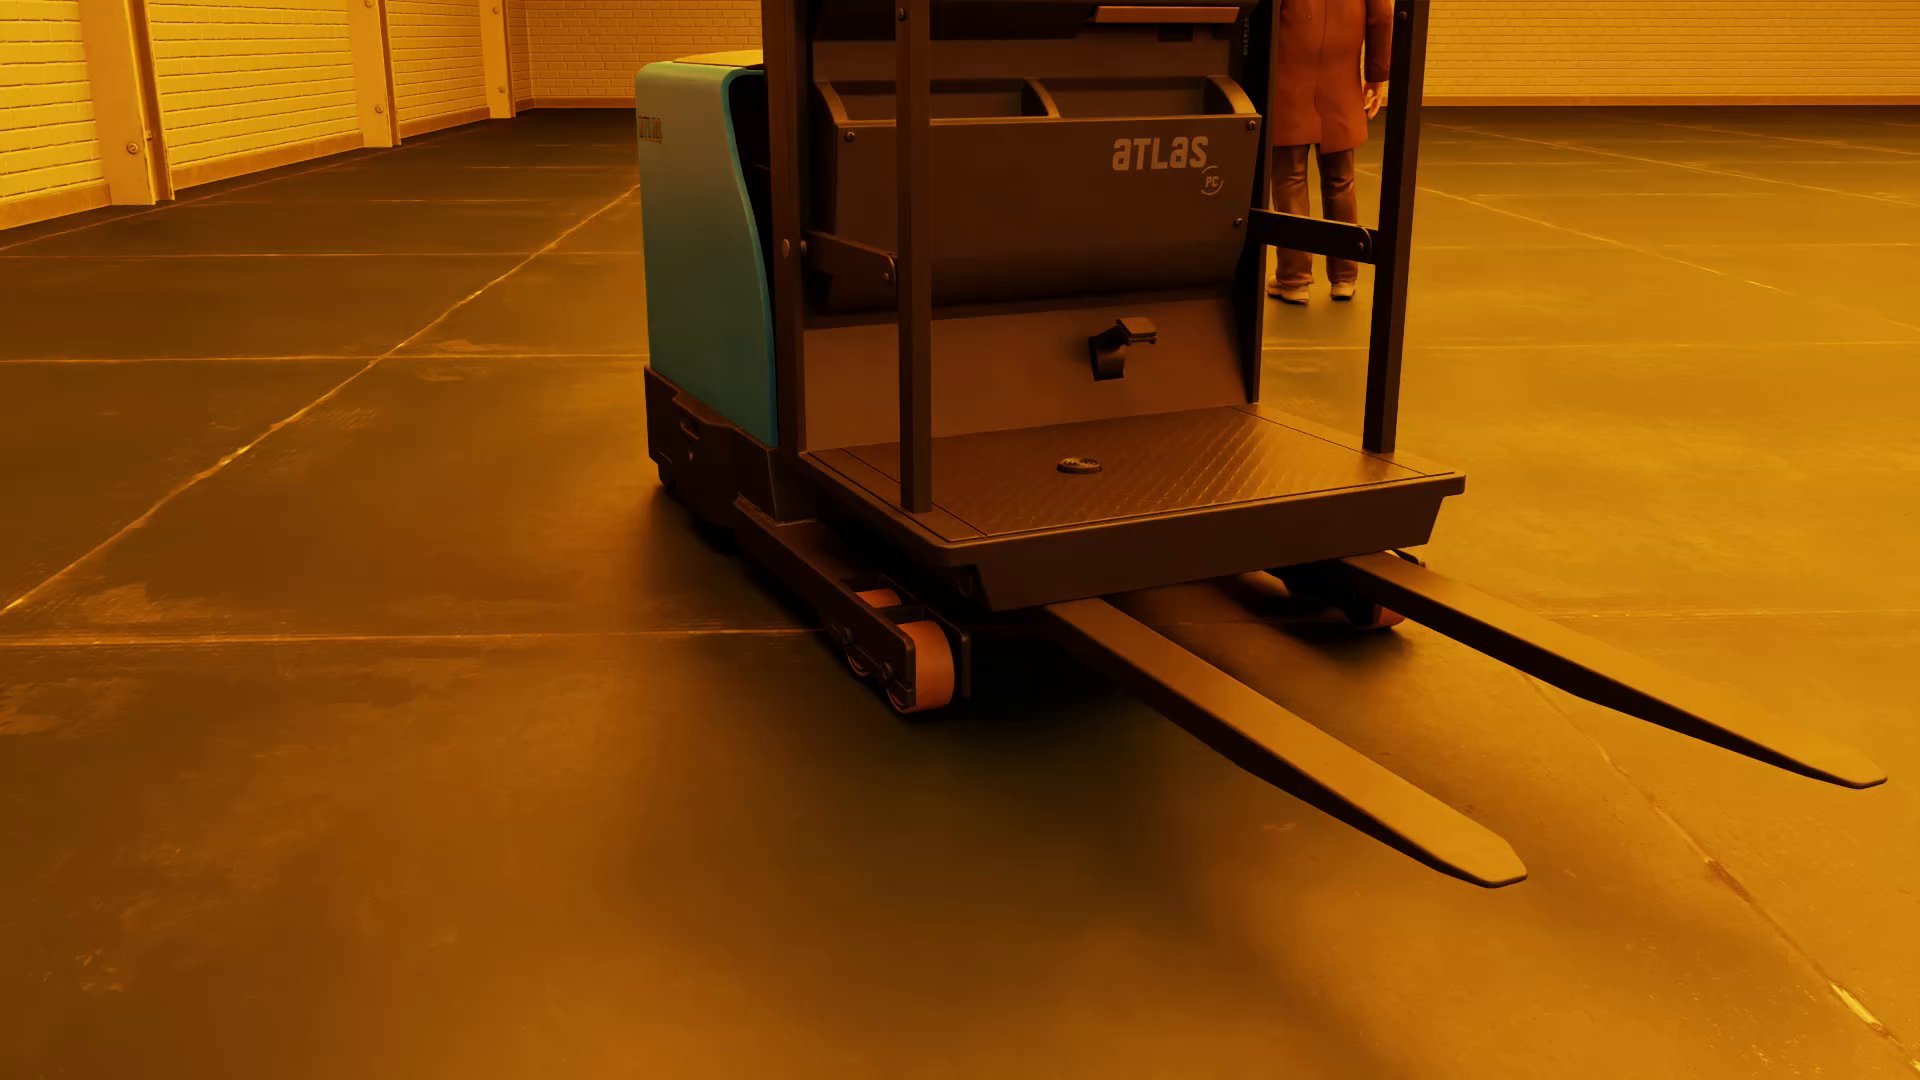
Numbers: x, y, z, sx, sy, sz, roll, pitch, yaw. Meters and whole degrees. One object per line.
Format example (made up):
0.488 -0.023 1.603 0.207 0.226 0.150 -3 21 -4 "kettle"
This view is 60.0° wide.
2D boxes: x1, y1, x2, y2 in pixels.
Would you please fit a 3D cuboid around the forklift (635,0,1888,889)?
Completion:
0.258 -1.240 2.962 1.130 2.935 3.031 -8 19 -24 "forklift"

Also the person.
1.496 -1.941 7.200 0.695 1.775 0.582 0 17 0 "person"
